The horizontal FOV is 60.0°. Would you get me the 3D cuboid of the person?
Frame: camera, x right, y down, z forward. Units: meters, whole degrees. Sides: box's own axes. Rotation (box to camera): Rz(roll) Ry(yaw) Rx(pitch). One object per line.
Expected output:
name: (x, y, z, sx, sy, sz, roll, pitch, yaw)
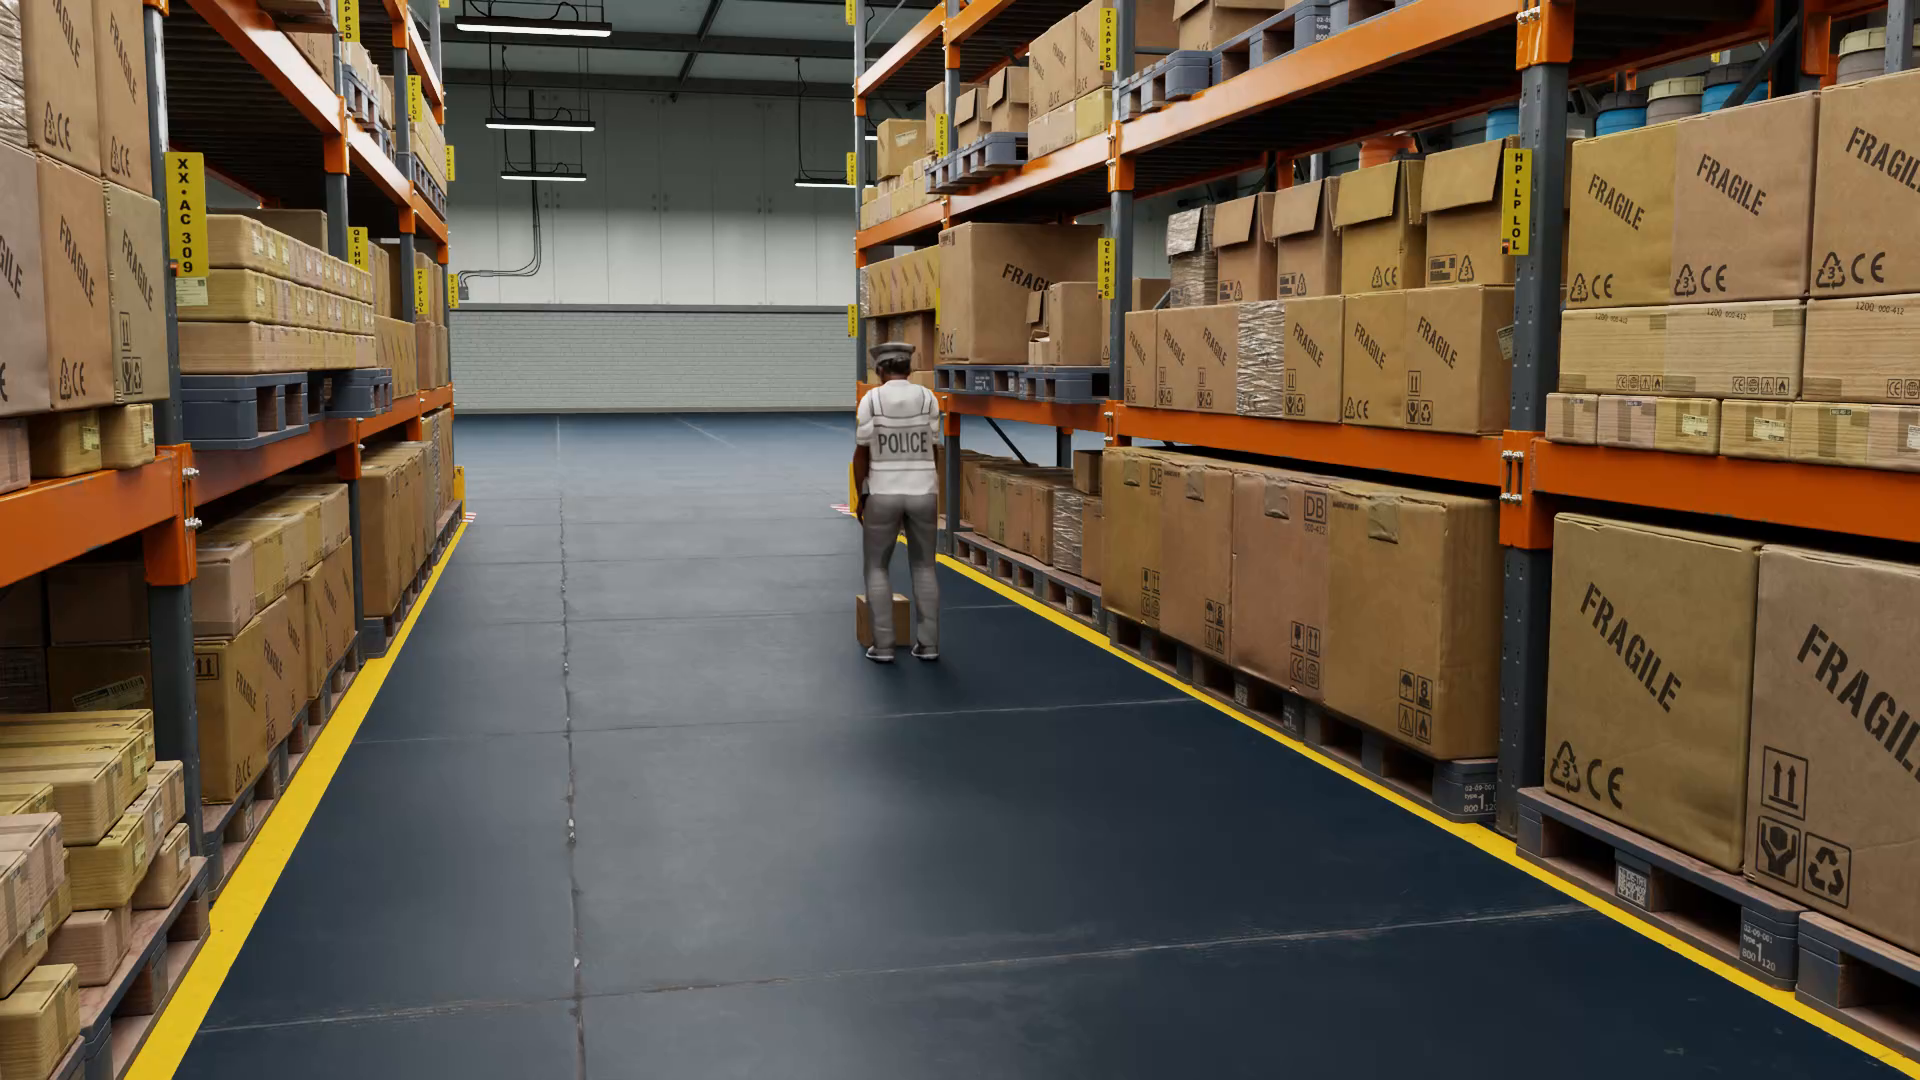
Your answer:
person: (-0.329, -0.190, 8.583, 0.448, 1.641, 0.394, -1, 6, -12)
